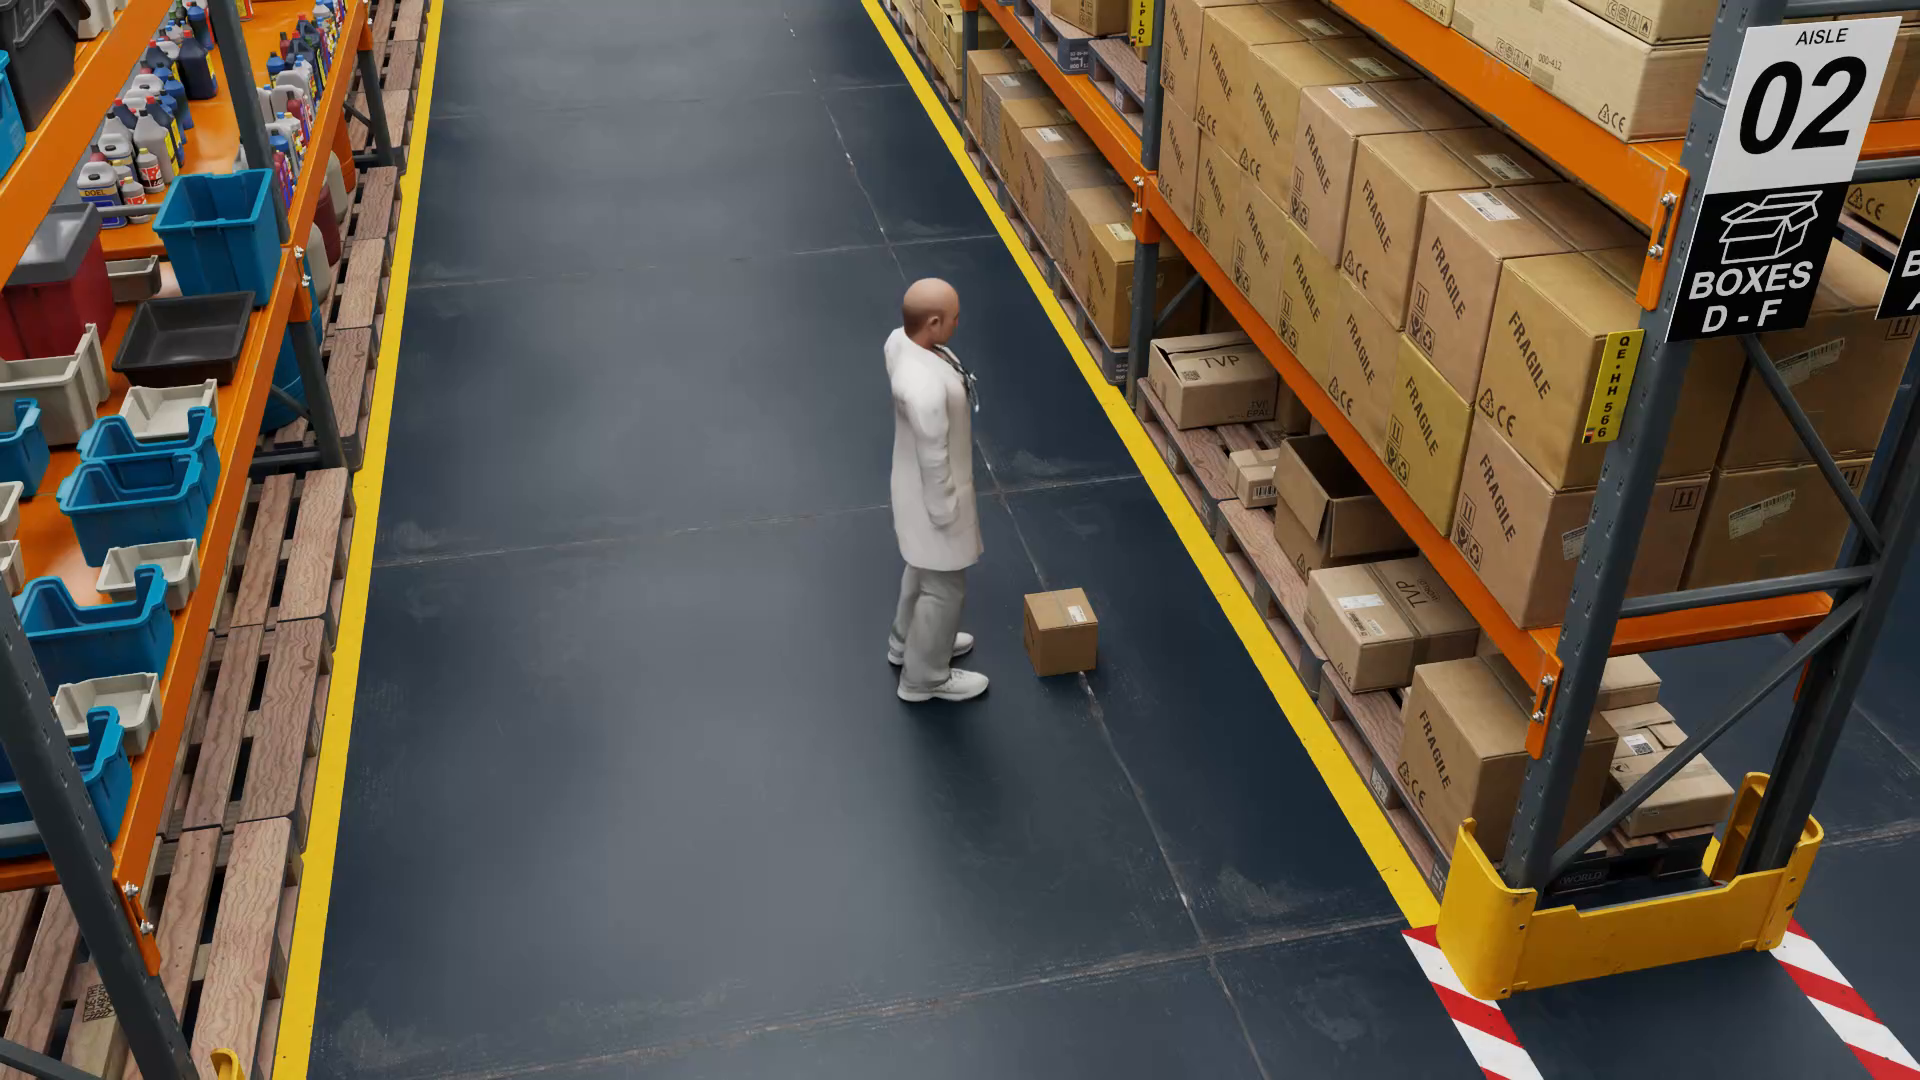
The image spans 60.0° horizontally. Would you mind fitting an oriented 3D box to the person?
[{"bbox_3d":[-0.101,-0.195,6.454,0.377,1.774,0.562,-6,34,-10],"label":"person"}]
